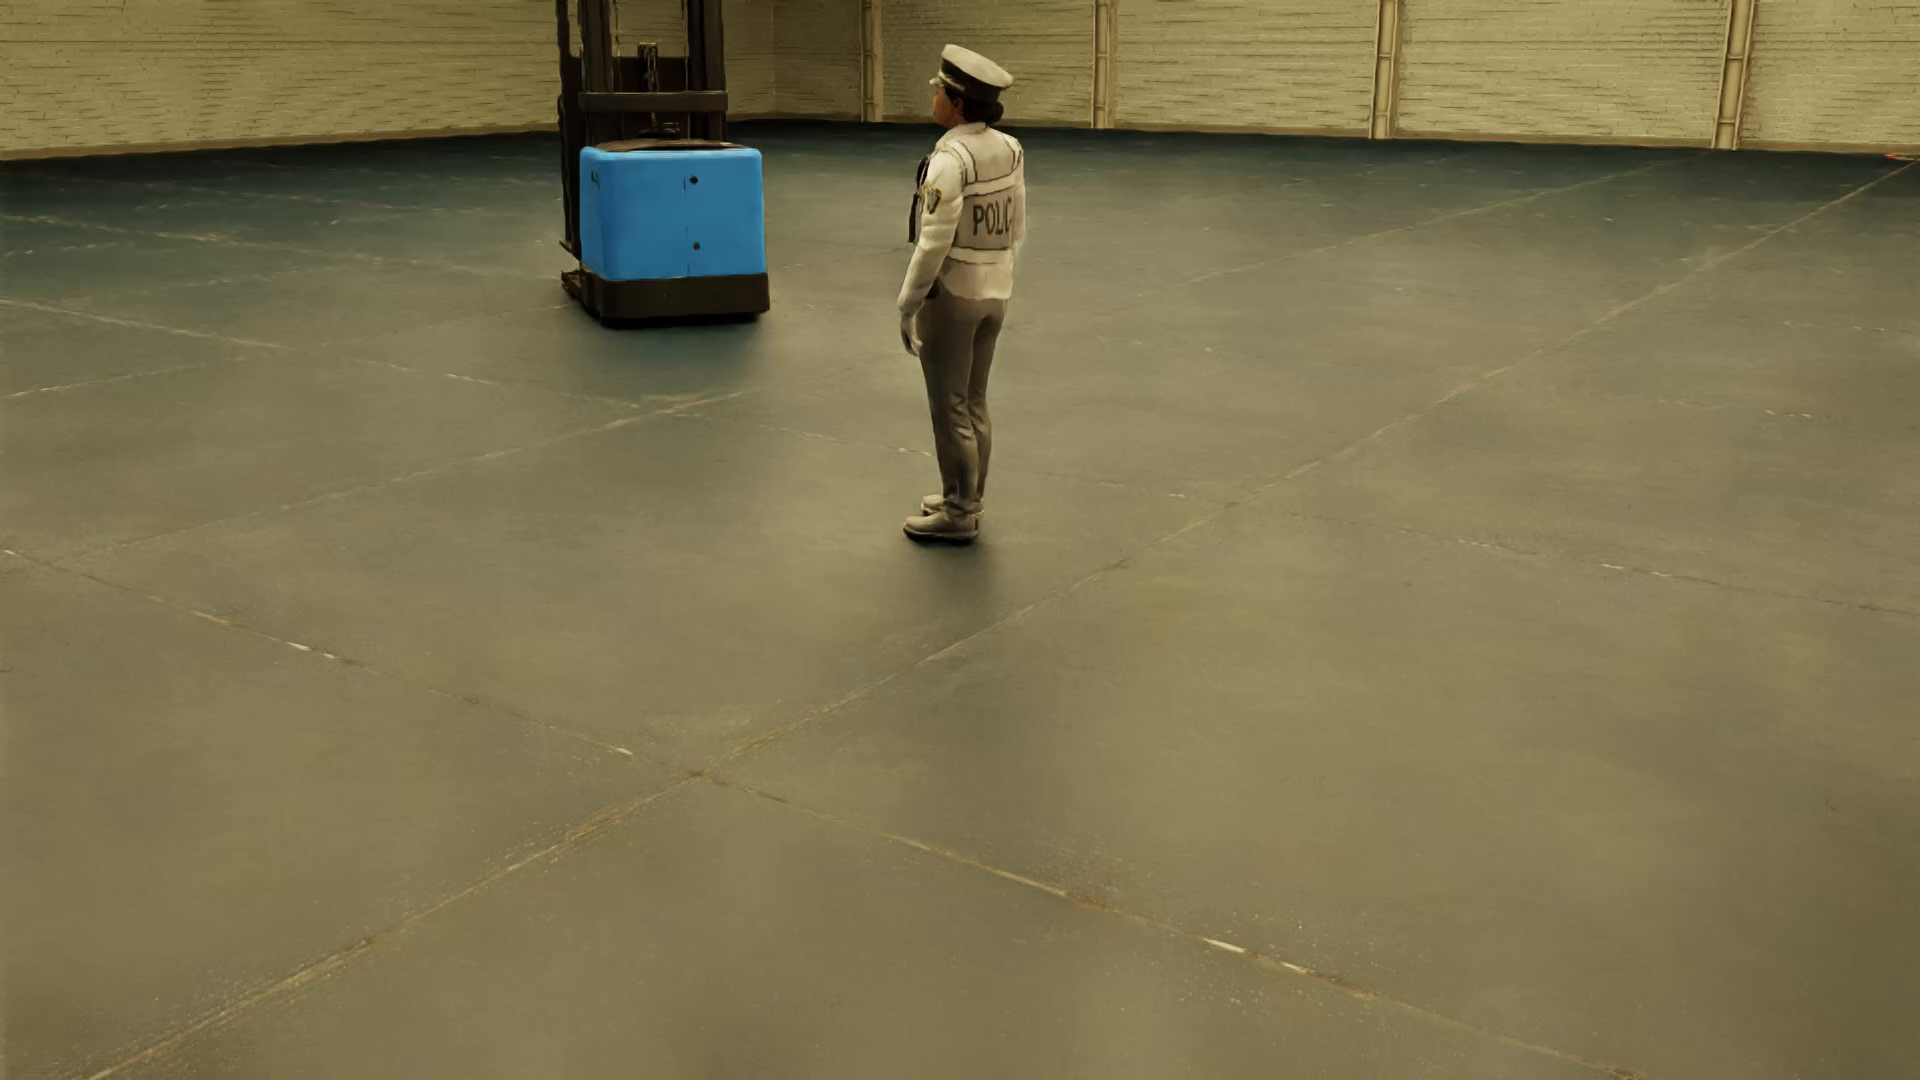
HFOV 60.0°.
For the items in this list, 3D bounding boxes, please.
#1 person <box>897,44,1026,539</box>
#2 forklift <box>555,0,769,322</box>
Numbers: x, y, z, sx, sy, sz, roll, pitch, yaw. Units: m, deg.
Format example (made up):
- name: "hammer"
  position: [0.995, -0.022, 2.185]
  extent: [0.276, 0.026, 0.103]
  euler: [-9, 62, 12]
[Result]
- name: "person"
  position: [-0.052, -0.832, 5.746]
  extent: [0.532, 1.695, 0.586]
  euler: [11, 20, 33]
- name: "forklift"
  position: [-2.205, -3.149, 11.363]
  extent: [1.130, 2.935, 3.031]
  euler: [-6, 18, -19]
